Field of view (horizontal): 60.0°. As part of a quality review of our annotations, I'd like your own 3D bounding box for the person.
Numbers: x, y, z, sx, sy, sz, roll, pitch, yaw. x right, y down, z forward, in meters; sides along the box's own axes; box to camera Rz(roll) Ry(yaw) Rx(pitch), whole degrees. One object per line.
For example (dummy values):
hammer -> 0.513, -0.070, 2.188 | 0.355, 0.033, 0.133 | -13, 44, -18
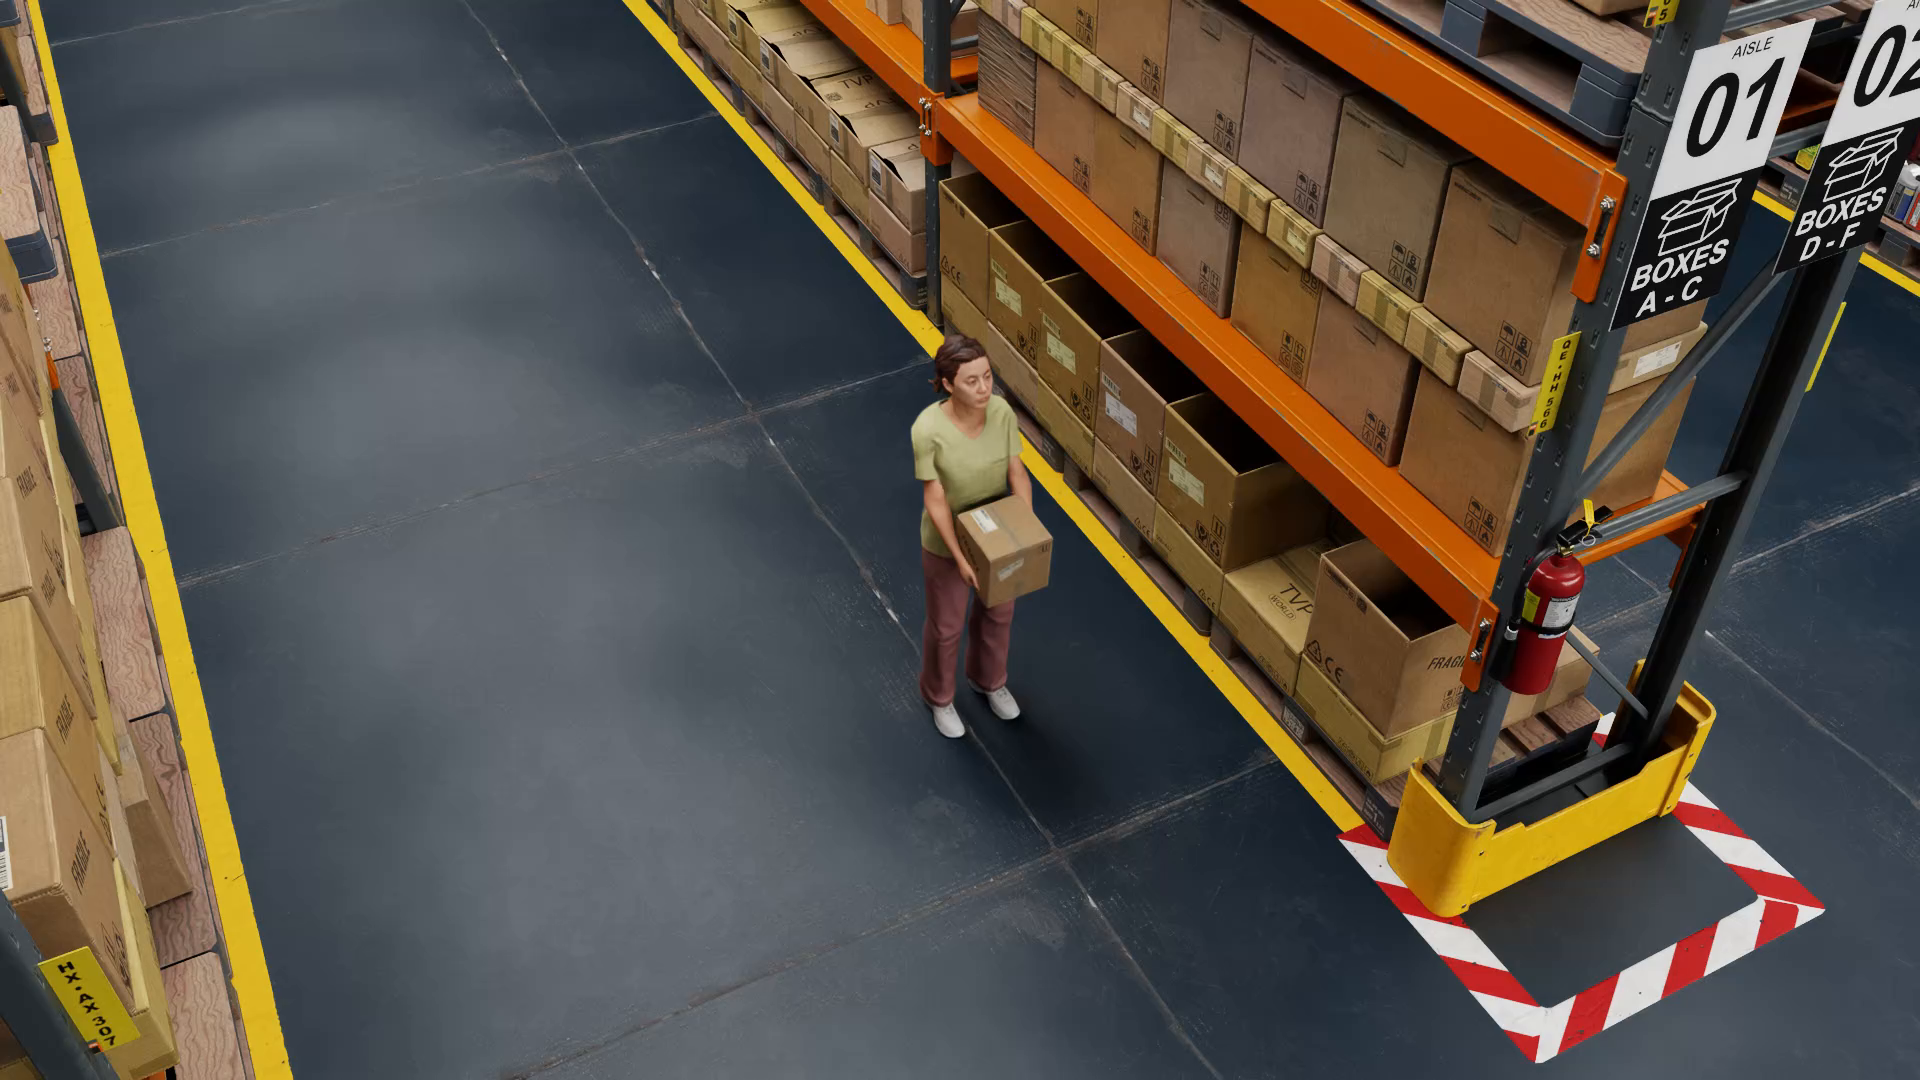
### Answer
person -> 0.065, 0.022, 6.135 | 0.436, 1.673, 0.543 | -19, 45, -20
